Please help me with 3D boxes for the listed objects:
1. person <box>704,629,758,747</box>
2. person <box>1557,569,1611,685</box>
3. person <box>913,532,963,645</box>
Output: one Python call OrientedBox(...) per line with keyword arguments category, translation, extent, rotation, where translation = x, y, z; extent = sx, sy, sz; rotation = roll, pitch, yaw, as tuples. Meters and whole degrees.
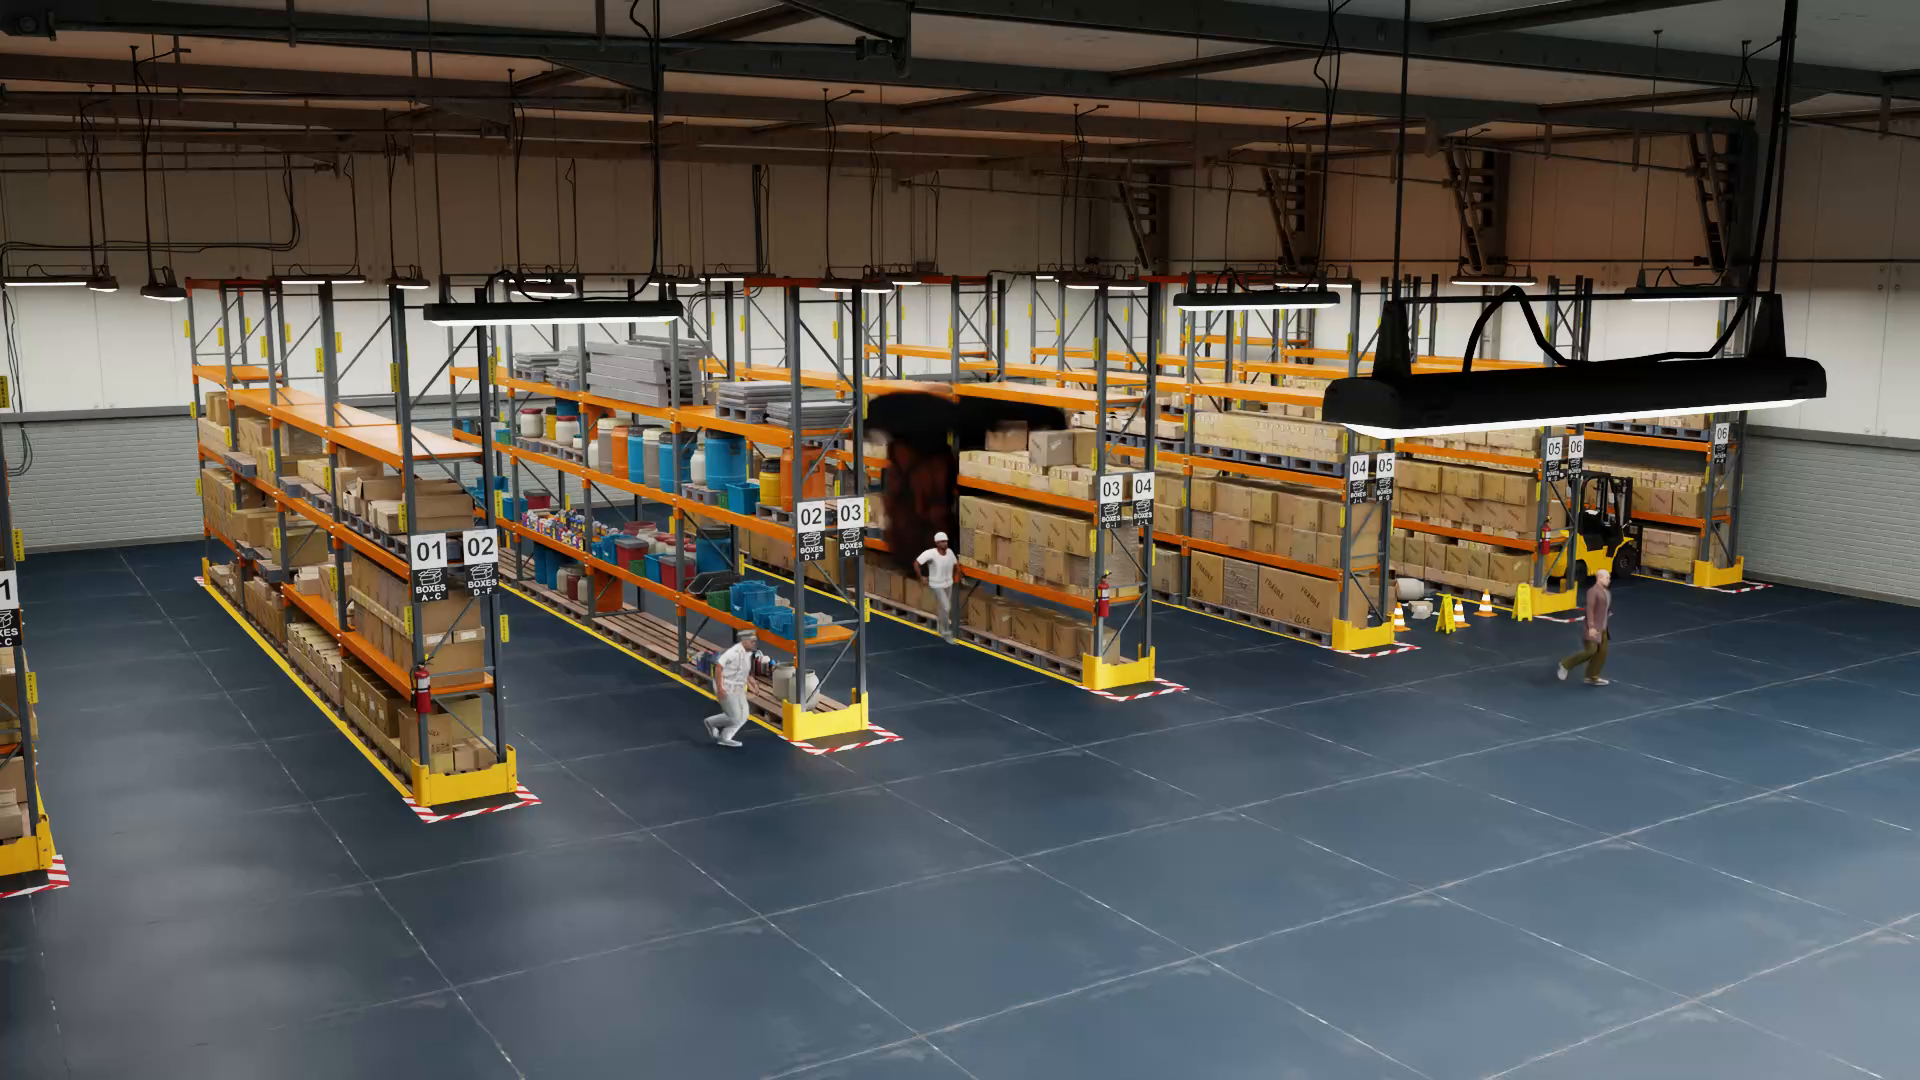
OrientedBox(category="person", translation=(-3.004, 1.928, 21.717), extent=(0.810, 1.597, 0.669), rotation=(4, 10, 24))
OrientedBox(category="person", translation=(9.392, 1.356, 24.942), extent=(0.762, 1.636, 0.659), rotation=(-9, 13, -44))
OrientedBox(category="person", translation=(-0.309, 0.771, 26.531), extent=(0.774, 1.826, 0.659), rotation=(-9, 13, -41))
